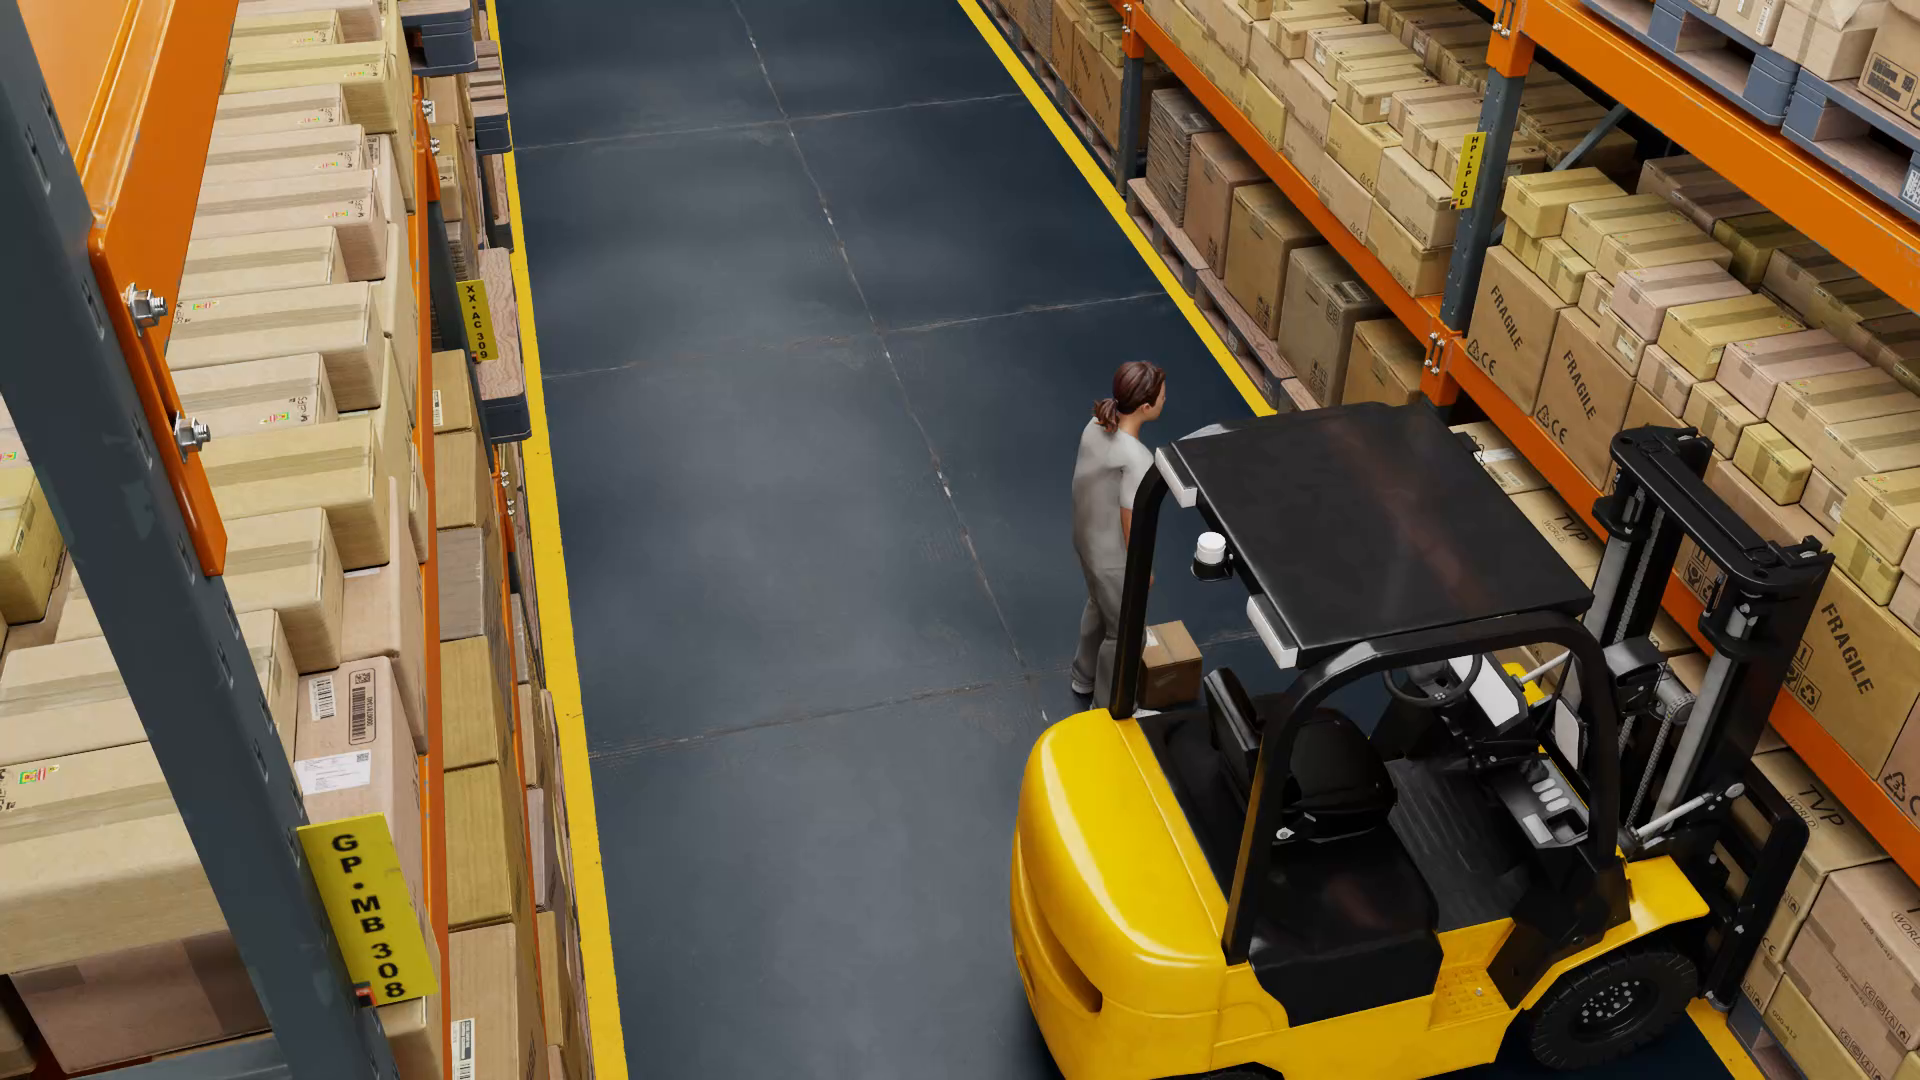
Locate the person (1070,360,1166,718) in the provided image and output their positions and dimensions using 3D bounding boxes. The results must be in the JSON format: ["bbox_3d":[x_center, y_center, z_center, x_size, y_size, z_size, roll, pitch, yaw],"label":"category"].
[{"bbox_3d":[0.636,0.027,6.682,0.363,1.671,0.512,-12,40,-15],"label":"person"}]
